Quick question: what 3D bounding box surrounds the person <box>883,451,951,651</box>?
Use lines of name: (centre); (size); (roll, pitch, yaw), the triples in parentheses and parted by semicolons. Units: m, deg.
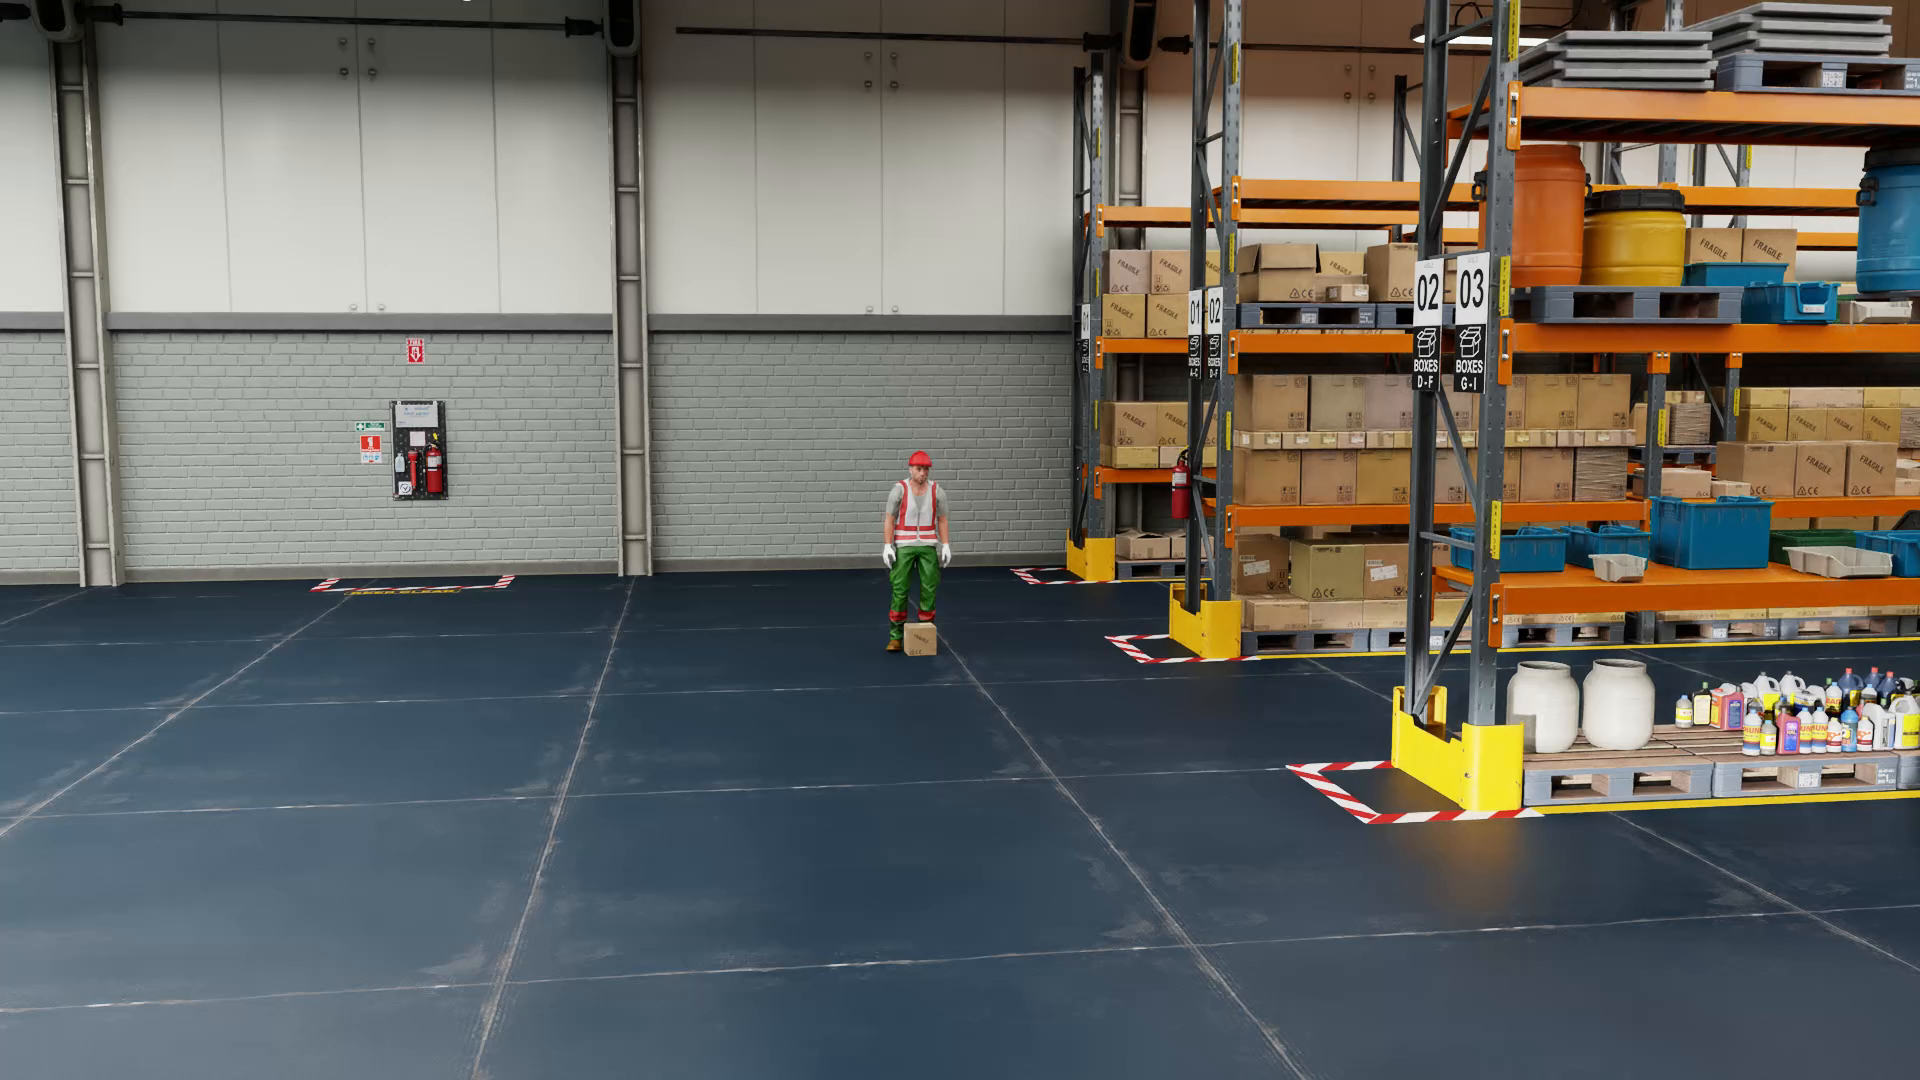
person: (-0.383, 0.092, 14.819); (0.621, 1.781, 0.445); (-1, 7, -12)
